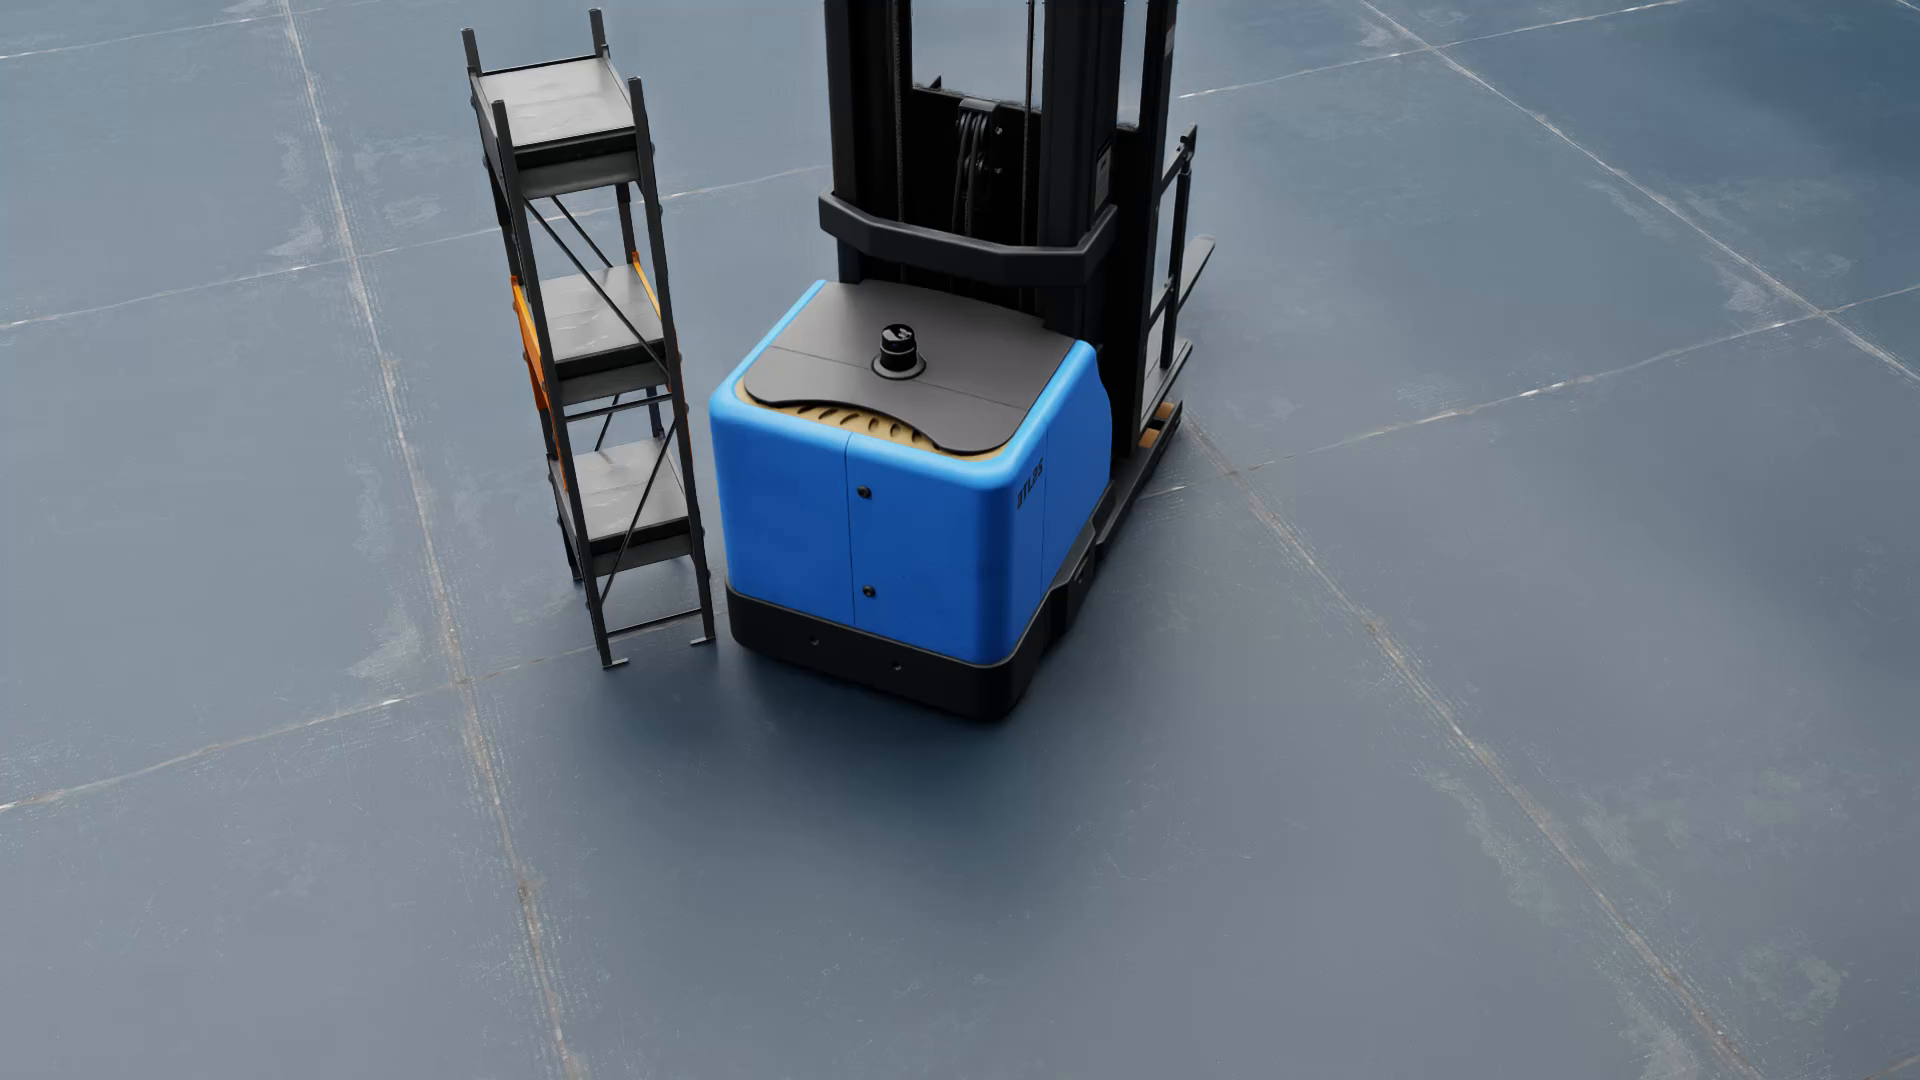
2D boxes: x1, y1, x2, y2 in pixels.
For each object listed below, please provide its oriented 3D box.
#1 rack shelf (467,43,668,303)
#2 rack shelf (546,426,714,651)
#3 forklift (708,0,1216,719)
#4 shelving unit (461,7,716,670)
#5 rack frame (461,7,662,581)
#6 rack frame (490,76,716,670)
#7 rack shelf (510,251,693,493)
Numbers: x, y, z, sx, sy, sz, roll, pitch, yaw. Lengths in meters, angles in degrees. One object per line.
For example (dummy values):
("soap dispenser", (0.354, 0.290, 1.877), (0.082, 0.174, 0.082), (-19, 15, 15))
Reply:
("rack shelf", (-1.137, -1.071, 4.832), (0.431, 0.518, 0.480), (-15, 43, -16))
("rack shelf", (-1.137, -0.009, 5.745), (0.431, 0.518, 0.480), (-15, 43, -16))
("forklift", (0.247, -1.488, 5.733), (1.130, 2.935, 3.031), (16, 43, 17))
("shelving unit", (-1.137, -0.550, 5.279), (0.431, 2.100, 0.503), (-15, 43, -16))
("rack frame", (-1.228, -0.698, 5.451), (0.400, 2.100, 0.015), (-15, 43, -16))
("rack frame", (-1.046, -0.402, 5.108), (0.400, 2.100, 0.015), (-15, 43, -16))
("rack shelf", (-1.137, -0.540, 5.288), (0.431, 0.518, 0.480), (-15, 43, -16))
